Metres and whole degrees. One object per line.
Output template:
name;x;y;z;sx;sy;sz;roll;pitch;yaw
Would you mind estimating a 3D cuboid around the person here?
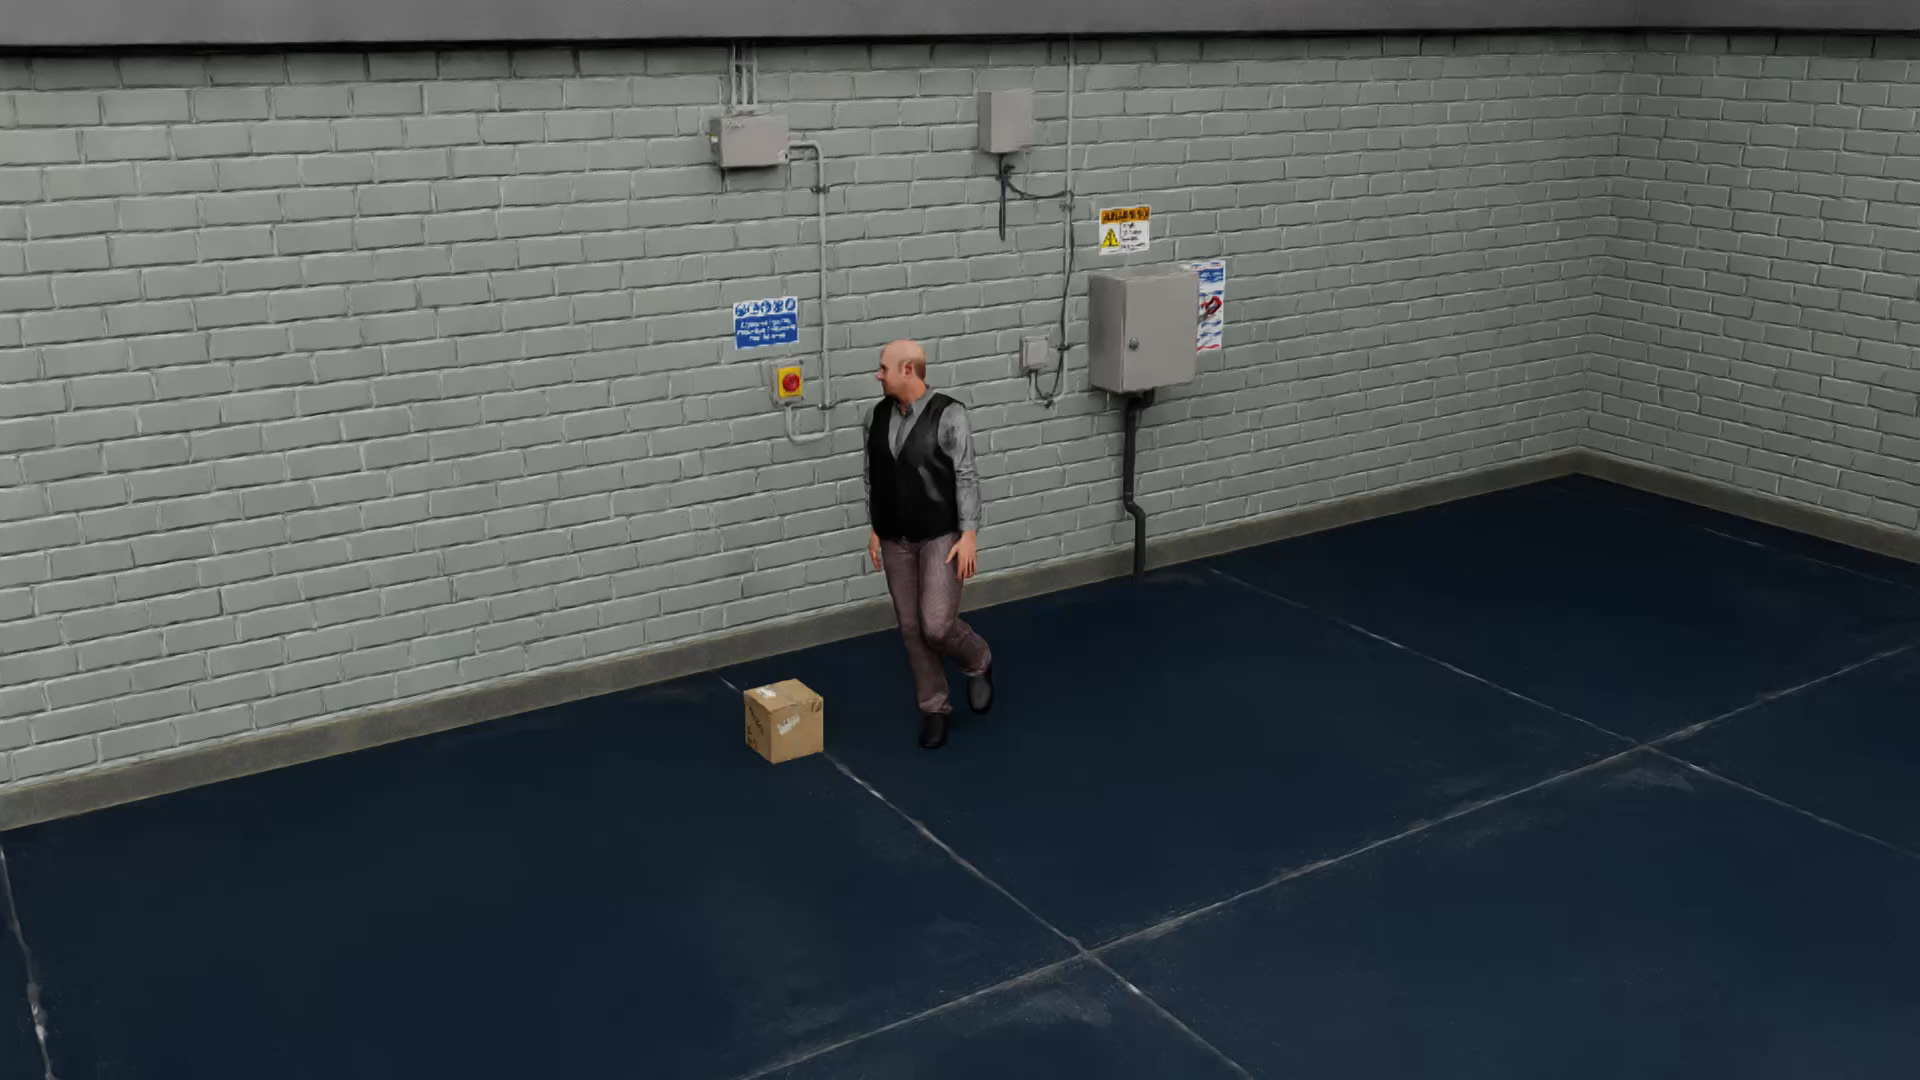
person;-0.171;0.004;7.103;0.619;1.711;0.487;8;20;24
